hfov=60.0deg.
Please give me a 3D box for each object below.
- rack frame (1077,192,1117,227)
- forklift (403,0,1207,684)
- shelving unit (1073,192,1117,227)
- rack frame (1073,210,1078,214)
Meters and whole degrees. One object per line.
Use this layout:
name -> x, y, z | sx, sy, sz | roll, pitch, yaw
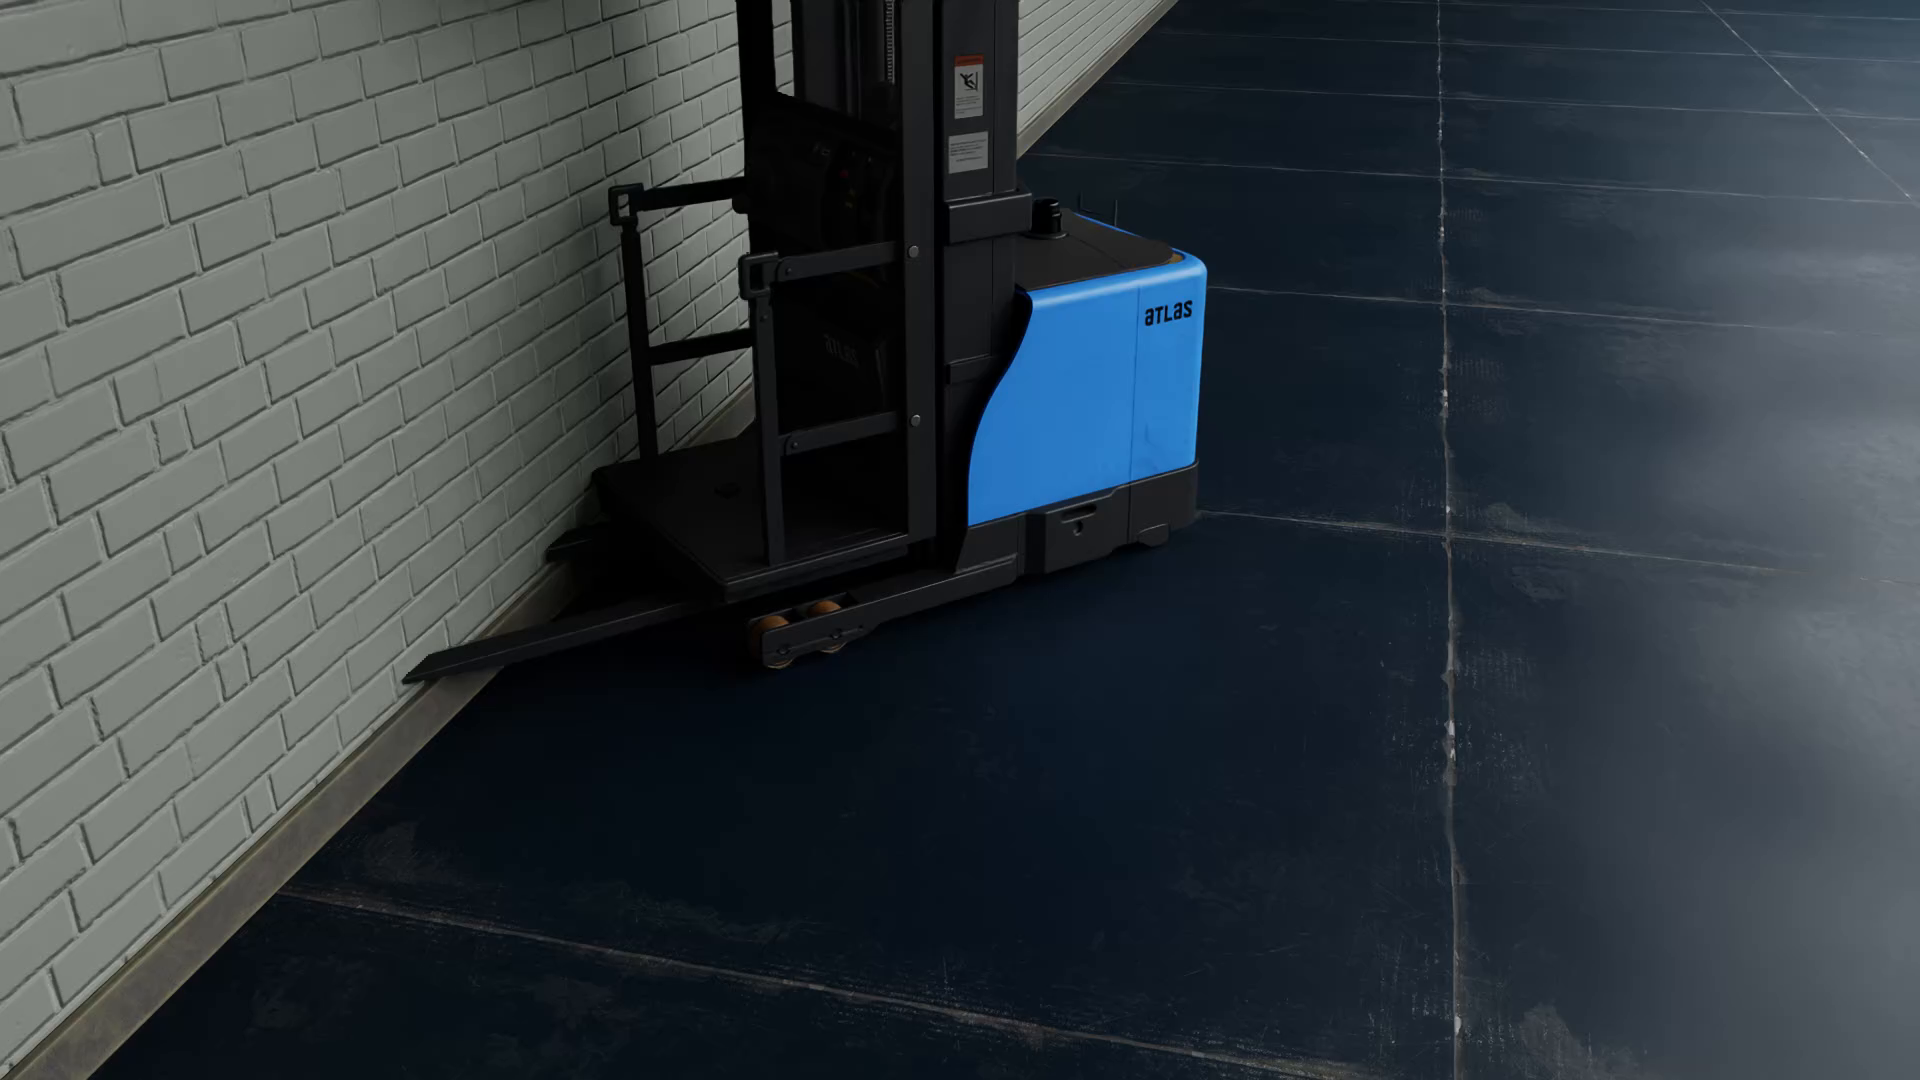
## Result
rack frame -> 0.555, -0.918, 6.957 | 0.200, 1.050, 0.008 | 22, 33, 39
forklift -> -0.631, -1.167, 5.291 | 3.031, 2.935, 1.130 | -15, 30, -29
shelving unit -> 0.471, -0.880, 6.877 | 0.215, 1.050, 0.252 | 22, 33, 39
rack frame -> 0.386, -0.842, 6.797 | 0.200, 1.050, 0.008 | 22, 33, 39
